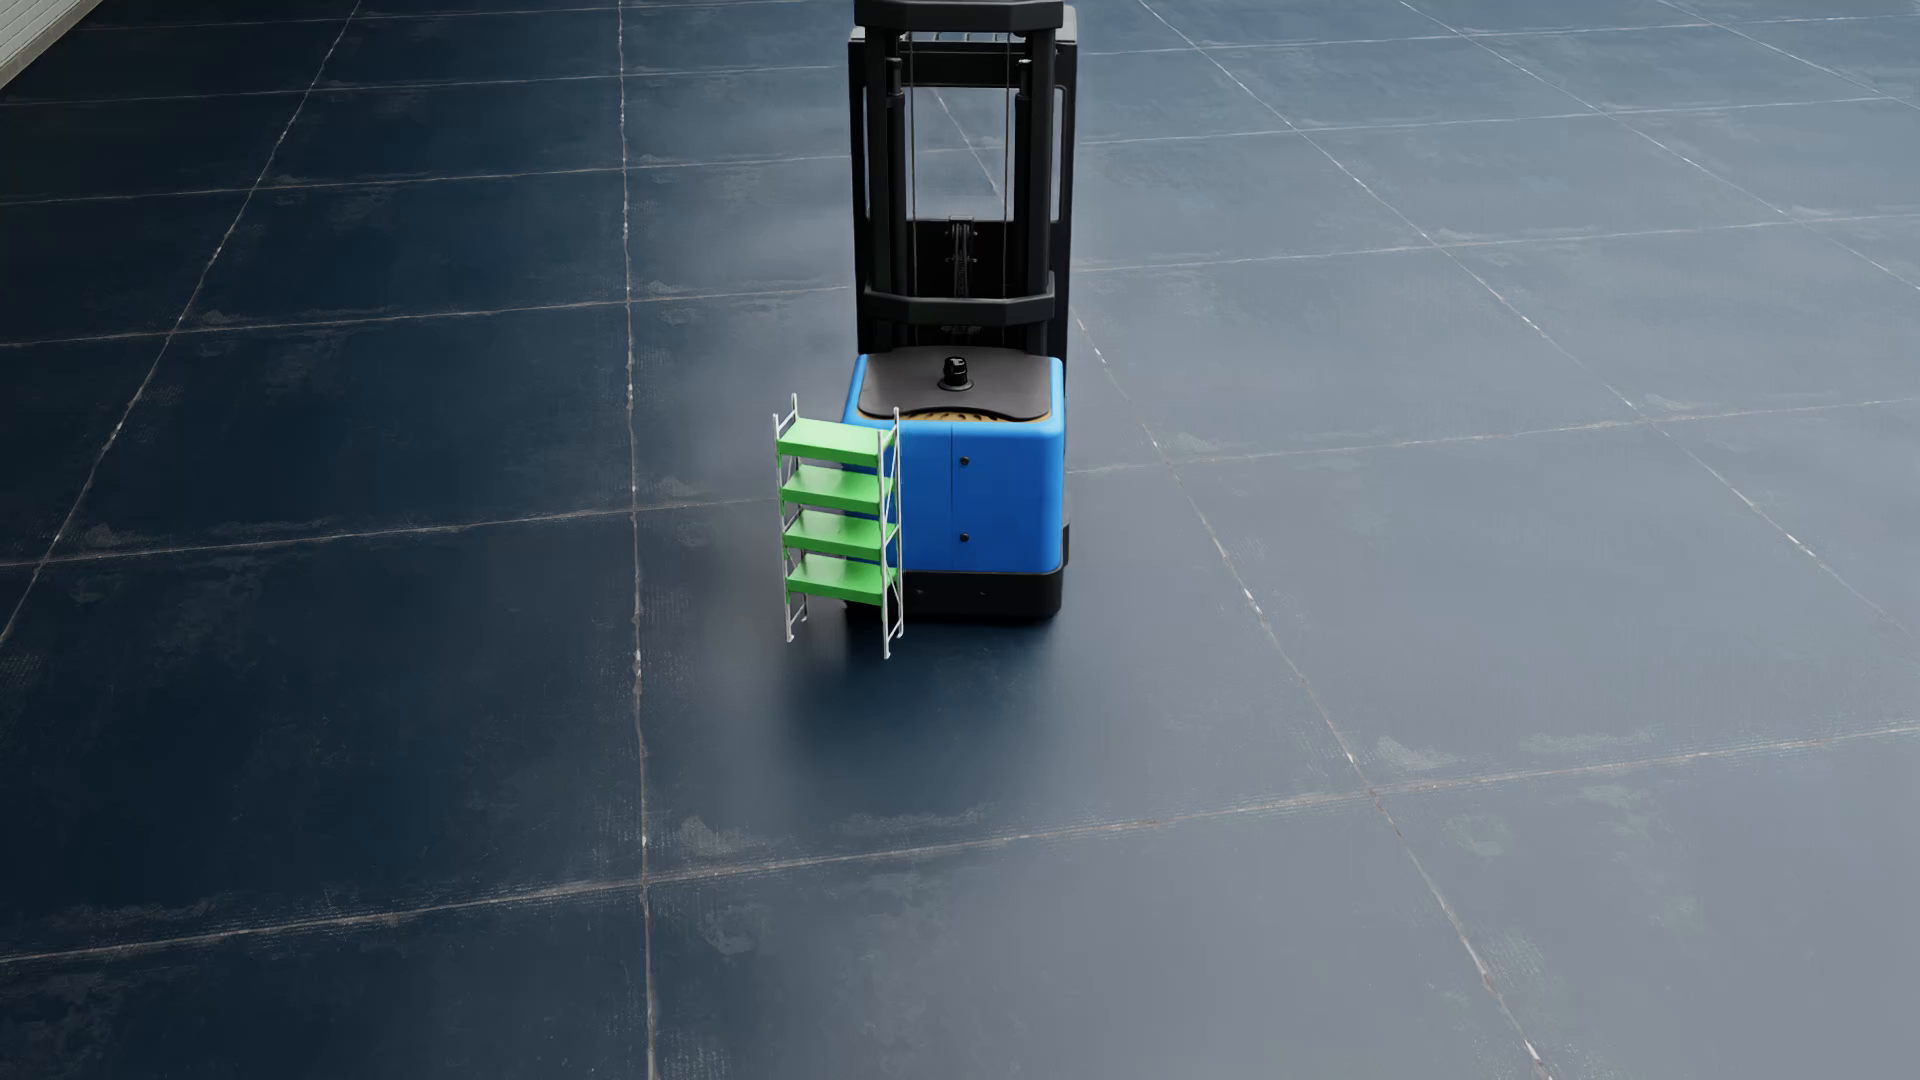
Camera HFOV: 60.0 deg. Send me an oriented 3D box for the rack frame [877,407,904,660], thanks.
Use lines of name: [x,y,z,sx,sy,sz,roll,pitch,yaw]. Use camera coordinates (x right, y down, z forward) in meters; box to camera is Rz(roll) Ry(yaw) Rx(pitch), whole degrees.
rack frame: [-0.315,-0.013,7.588,0.015,1.200,0.240,9,32,15]

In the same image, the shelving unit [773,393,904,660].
shelving unit: [-0.548,-0.050,7.650,0.503,1.200,0.258,9,32,15]

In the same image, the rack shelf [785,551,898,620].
rack shelf: [-0.547,0.212,7.805,0.480,0.148,0.258,9,32,15]

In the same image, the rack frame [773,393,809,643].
rack frame: [-0.781,-0.086,7.712,0.015,1.200,0.240,9,32,15]

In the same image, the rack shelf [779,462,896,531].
rack shelf: [-0.548,-0.201,7.560,0.480,0.148,0.258,9,32,15]

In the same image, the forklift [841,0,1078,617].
forklift: [0.023,-1.608,8.593,1.130,2.935,3.031,1,30,2]

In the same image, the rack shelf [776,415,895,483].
rack shelf: [-0.548,-0.408,7.438,0.480,0.148,0.258,9,32,15]

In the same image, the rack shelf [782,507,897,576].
rack shelf: [-0.548,0.005,7.682,0.480,0.148,0.258,9,32,15]
